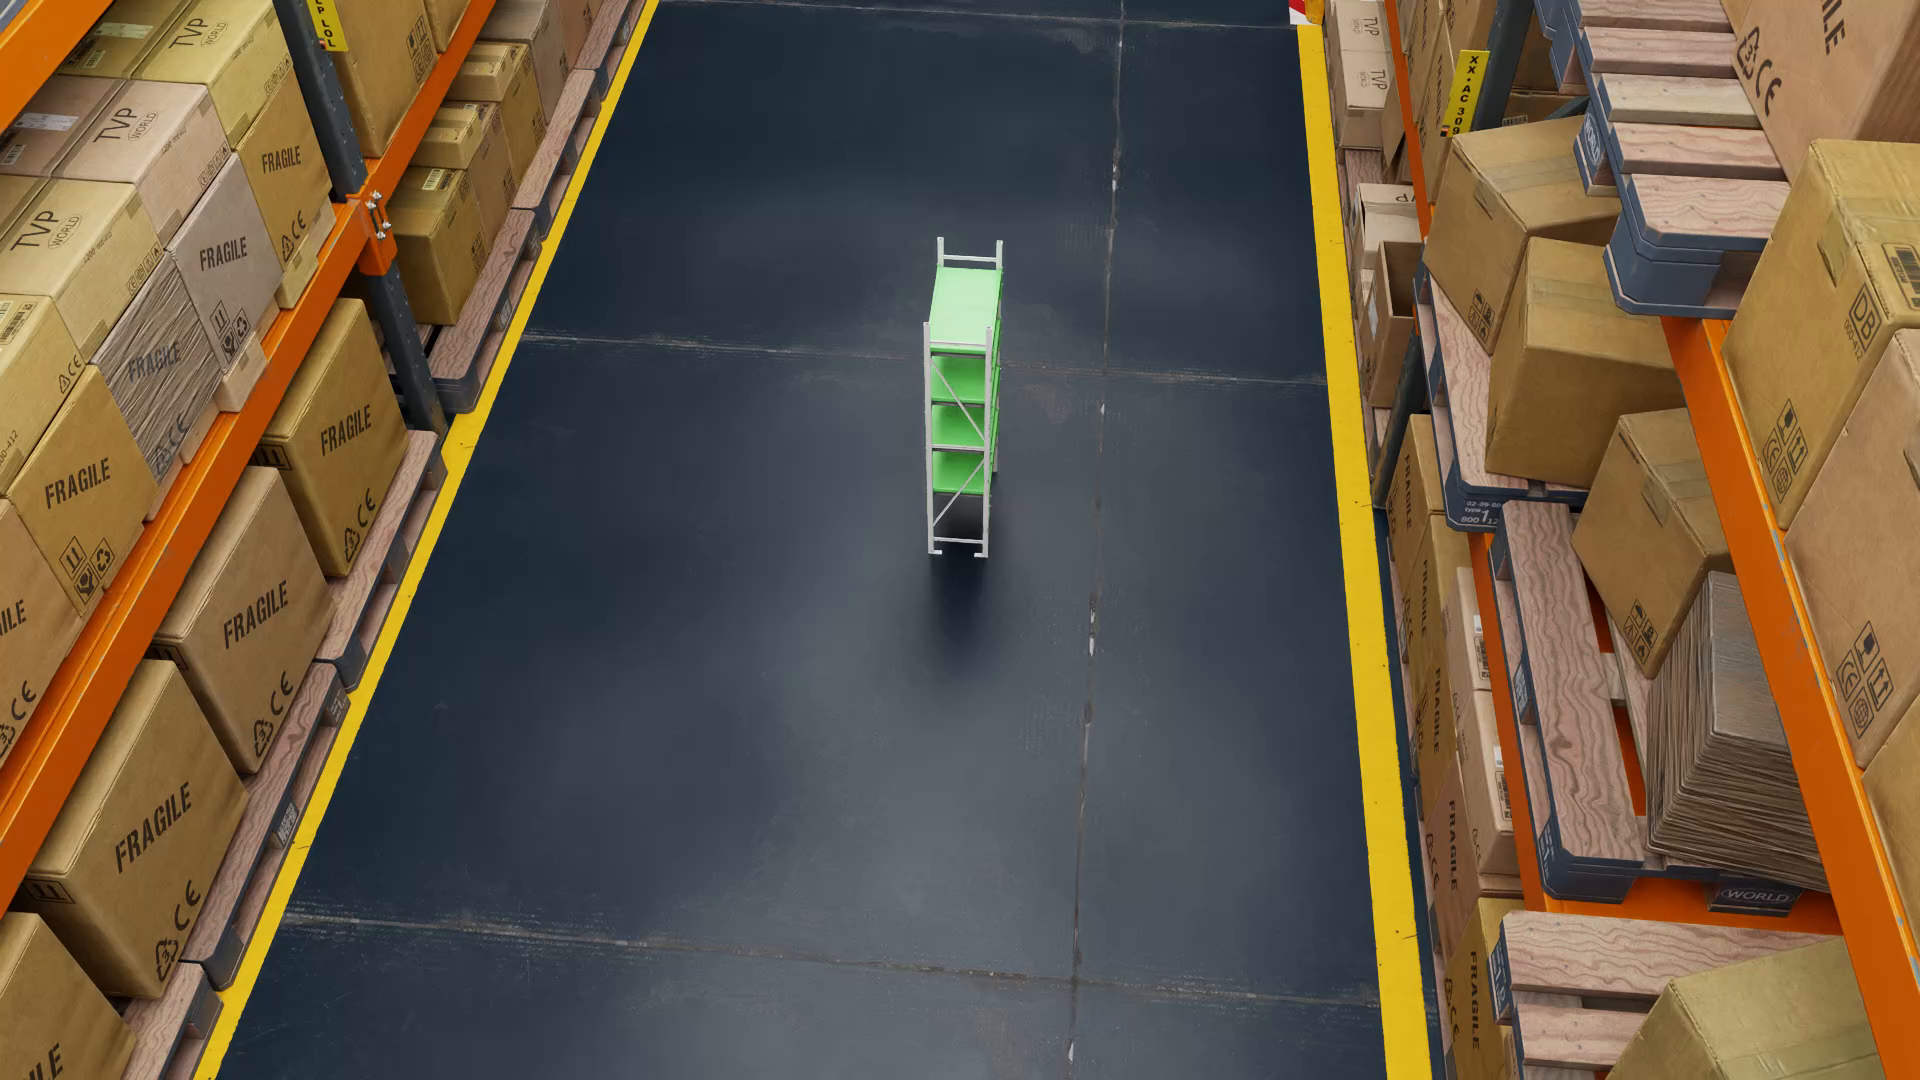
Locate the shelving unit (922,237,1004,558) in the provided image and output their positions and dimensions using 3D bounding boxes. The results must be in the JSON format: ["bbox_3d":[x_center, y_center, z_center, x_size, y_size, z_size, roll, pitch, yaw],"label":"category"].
[{"bbox_3d":[0.015,-0.527,6.444,0.258,1.200,0.503,4,48,4],"label":"shelving unit"}]

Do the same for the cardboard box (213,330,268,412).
[{"bbox_3d":[-2.503,-0.562,5.414,0.380,0.149,0.250,4,48,4],"label":"cardboard box"}]

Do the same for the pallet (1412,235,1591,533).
[{"bbox_3d":[2.031,-0.505,5.335,1.003,0.211,1.213,4,48,4],"label":"pallet"}]

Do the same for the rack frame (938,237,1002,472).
[{"bbox_3d":[0.037,-0.706,6.608,0.240,1.200,0.015,4,48,4],"label":"rack frame"}]

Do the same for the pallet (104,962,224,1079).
[{"bbox_3d":[-2.938,1.826,4.963,1.003,0.211,1.213,4,48,4],"label":"pallet"}]

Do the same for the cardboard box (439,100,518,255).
[{"bbox_3d":[-2.501,-1.690,7.698,0.700,0.500,0.500,3,48,3],"label":"cardboard box"}]

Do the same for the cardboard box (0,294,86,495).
[{"bbox_3d":[-2.657,-0.390,4.308,0.500,0.250,0.500,3,48,3],"label":"cardboard box"}]

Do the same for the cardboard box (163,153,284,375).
[{"bbox_3d":[-2.548,-0.890,5.274,0.500,0.500,0.500,4,48,4],"label":"cardboard box"}]

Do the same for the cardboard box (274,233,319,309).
[{"bbox_3d":[-2.469,-0.948,5.767,0.380,0.149,0.250,5,48,4],"label":"cardboard box"}]

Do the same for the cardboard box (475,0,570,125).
[{"bbox_3d":[-2.411,-2.459,8.402,0.700,0.500,0.500,2,48,2],"label":"cardboard box"}]

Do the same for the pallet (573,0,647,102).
[{"bbox_3d":[-2.351,-2.886,9.272,1.003,0.211,1.213,4,48,4],"label":"pallet"}]

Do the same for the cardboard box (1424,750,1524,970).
[{"bbox_3d":[1.789,1.015,5.211,0.500,0.500,0.500,2,48,2],"label":"cardboard box"}]

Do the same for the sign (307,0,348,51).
[{"bbox_3d":[-2.179,-1.815,5.672,0.100,0.325,0.005,4,48,4],"label":"sign"}]

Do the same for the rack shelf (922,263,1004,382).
[{"bbox_3d":[0.015,-0.807,6.137,0.258,0.148,0.480,4,48,4],"label":"rack shelf"}]

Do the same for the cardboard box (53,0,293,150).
[{"bbox_3d":[-2.508,-1.514,5.337,0.500,0.250,0.500,5,48,4],"label":"cardboard box"}]

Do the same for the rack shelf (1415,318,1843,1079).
[{"bbox_3d":[2.031,0.562,4.716,1.077,0.370,4.000,4,48,4],"label":"rack shelf"}]

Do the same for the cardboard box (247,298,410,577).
[{"bbox_3d":[-2.650,-0.410,6.291,0.750,0.750,0.750,4,48,4],"label":"cardboard box"}]

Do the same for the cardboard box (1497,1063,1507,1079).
[{"bbox_3d":[1.700,1.781,4.510,0.500,0.500,0.500,6,48,5],"label":"cardboard box"}]

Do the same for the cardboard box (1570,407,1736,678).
[{"bbox_3d":[2.113,-0.023,4.412,0.700,0.500,0.500,-7,48,-6],"label":"cardboard box"}]

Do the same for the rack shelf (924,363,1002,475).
[{"bbox_3d":[0.015,-0.483,6.492,0.258,0.148,0.480,4,48,4],"label":"rack shelf"}]

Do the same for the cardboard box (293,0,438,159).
[{"bbox_3d":[-2.655,-1.979,6.350,0.980,0.700,0.700,5,48,4],"label":"cardboard box"}]

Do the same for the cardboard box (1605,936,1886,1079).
[{"bbox_3d":[1.794,1.143,3.345,0.700,0.500,0.500,-11,48,-10],"label":"cardboard box"}]

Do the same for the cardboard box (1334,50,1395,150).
[{"bbox_3d":[2.154,-2.195,8.316,0.500,0.250,0.500,4,48,4],"label":"cardboard box"}]

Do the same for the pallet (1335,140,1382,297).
[{"bbox_3d":[2.385,-1.612,8.108,1.003,0.211,1.213,4,48,4],"label":"pallet"}]

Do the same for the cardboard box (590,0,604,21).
[{"bbox_3d":[-2.320,-3.197,9.076,0.700,0.500,0.500,4,48,4],"label":"cardboard box"}]

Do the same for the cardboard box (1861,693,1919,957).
[{"bbox_3d":[1.855,0.420,2.258,0.910,0.500,0.500,4,48,4],"label":"cardboard box"}]

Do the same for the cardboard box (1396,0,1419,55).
[{"bbox_3d":[2.093,-2.325,6.802,0.500,0.500,0.500,5,48,4],"label":"cardboard box"}]

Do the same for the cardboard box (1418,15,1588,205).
[{"bbox_3d":[2.003,-1.568,6.110,0.500,0.500,0.500,5,48,4],"label":"cardboard box"}]

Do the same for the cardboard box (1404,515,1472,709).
[{"bbox_3d":[1.889,0.277,5.886,0.500,0.500,0.500,4,48,4],"label":"cardboard box"}]

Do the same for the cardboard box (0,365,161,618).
[{"bbox_3d":[-2.643,-0.154,4.601,0.500,0.500,0.500,5,48,5],"label":"cardboard box"}]

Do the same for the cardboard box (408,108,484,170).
[{"bbox_3d":[-2.337,-1.779,7.341,0.380,0.149,0.250,5,48,5],"label":"cardboard box"}]

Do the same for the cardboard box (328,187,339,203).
[{"bbox_3d":[-2.761,-1.447,7.036,0.380,0.149,0.250,4,48,3],"label":"cardboard box"}]

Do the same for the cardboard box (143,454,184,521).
[{"bbox_3d":[-2.629,-0.204,5.087,0.380,0.149,0.250,3,48,2],"label":"cardboard box"}]

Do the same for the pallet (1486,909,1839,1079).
[{"bbox_3d":[1.840,1.351,3.637,1.213,0.211,1.003,4,48,4],"label":"pallet"}]

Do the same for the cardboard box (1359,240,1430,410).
[{"bbox_3d":[1.982,-0.893,6.955,0.500,0.500,0.500,4,48,4],"label":"cardboard box"}]

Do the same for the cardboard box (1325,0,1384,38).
[{"bbox_3d":[2.174,-2.813,8.938,0.380,0.166,0.250,4,48,4],"label":"cardboard box"}]

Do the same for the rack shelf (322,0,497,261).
[{"bbox_3d":[-2.538,-2.707,7.707,1.077,0.370,4.000,4,48,4],"label":"rack shelf"}]

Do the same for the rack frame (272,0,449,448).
[{"bbox_3d":[-2.720,-1.480,6.097,1.000,3.000,0.127,4,48,4],"label":"rack frame"}]

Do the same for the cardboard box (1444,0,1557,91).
[{"bbox_3d":[2.001,-1.910,5.745,0.500,0.500,0.500,4,48,4],"label":"cardboard box"}]

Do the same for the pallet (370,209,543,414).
[{"bbox_3d":[-2.573,-1.093,7.632,1.003,0.211,1.213,4,48,4],"label":"pallet"}]

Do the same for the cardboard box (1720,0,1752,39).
[{"bbox_3d":[2.055,-1.514,3.675,0.600,0.600,0.600,3,48,3],"label":"cardboard box"}]

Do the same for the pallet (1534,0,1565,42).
[{"bbox_3d":[2.084,-1.624,4.324,1.213,0.211,1.003,4,48,4],"label":"pallet"}]

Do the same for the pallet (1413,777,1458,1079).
[{"bbox_3d":[2.068,1.290,5.453,1.003,0.211,1.213,4,48,4],"label":"pallet"}]

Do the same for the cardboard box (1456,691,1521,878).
[{"bbox_3d":[1.790,0.735,4.959,0.500,0.250,0.500,3,48,3],"label":"cardboard box"}]

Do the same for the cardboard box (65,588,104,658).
[{"bbox_3d":[-2.695,0.183,4.733,0.380,0.149,0.250,4,48,4],"label":"cardboard box"}]

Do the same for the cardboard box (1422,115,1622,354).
[{"bbox_3d":[1.947,-0.992,5.299,0.700,0.500,0.500,-11,48,-10],"label":"cardboard box"}]

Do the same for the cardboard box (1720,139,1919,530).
[{"bbox_3d":[1.949,-0.337,2.950,0.910,0.500,0.500,4,48,4],"label":"cardboard box"}]

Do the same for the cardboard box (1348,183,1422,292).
[{"bbox_3d":[2.051,-1.380,7.529,0.500,0.311,0.500,4,48,4],"label":"cardboard box"}]

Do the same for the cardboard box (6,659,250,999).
[{"bbox_3d":[-2.801,0.868,5.122,0.750,0.750,0.750,4,48,3],"label":"cardboard box"}]
